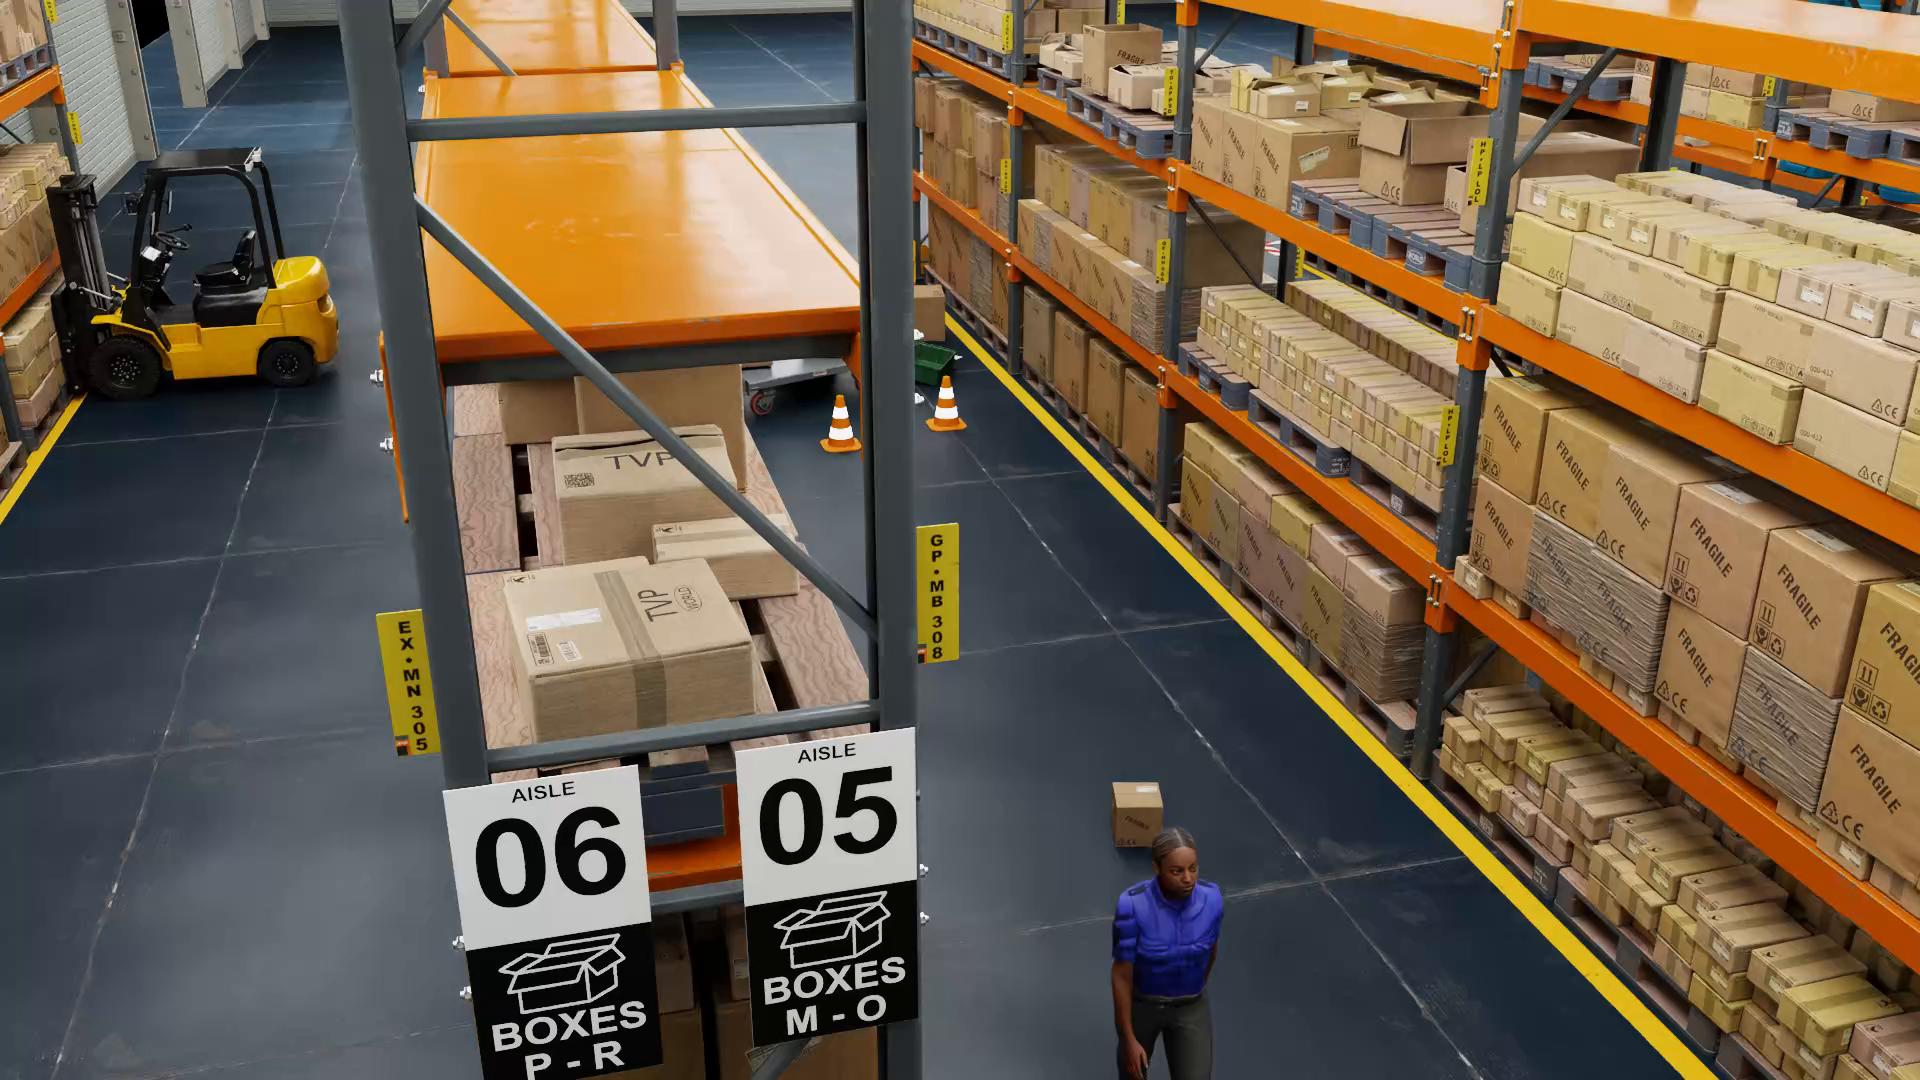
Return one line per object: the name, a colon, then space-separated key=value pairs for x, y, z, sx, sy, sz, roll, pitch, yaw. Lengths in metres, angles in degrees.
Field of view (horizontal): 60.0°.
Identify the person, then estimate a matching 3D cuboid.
person: x=0.787 y=1.819 z=6.352 sx=0.449 sy=1.592 sz=0.991 roll=-2 pitch=23 yaw=-4
